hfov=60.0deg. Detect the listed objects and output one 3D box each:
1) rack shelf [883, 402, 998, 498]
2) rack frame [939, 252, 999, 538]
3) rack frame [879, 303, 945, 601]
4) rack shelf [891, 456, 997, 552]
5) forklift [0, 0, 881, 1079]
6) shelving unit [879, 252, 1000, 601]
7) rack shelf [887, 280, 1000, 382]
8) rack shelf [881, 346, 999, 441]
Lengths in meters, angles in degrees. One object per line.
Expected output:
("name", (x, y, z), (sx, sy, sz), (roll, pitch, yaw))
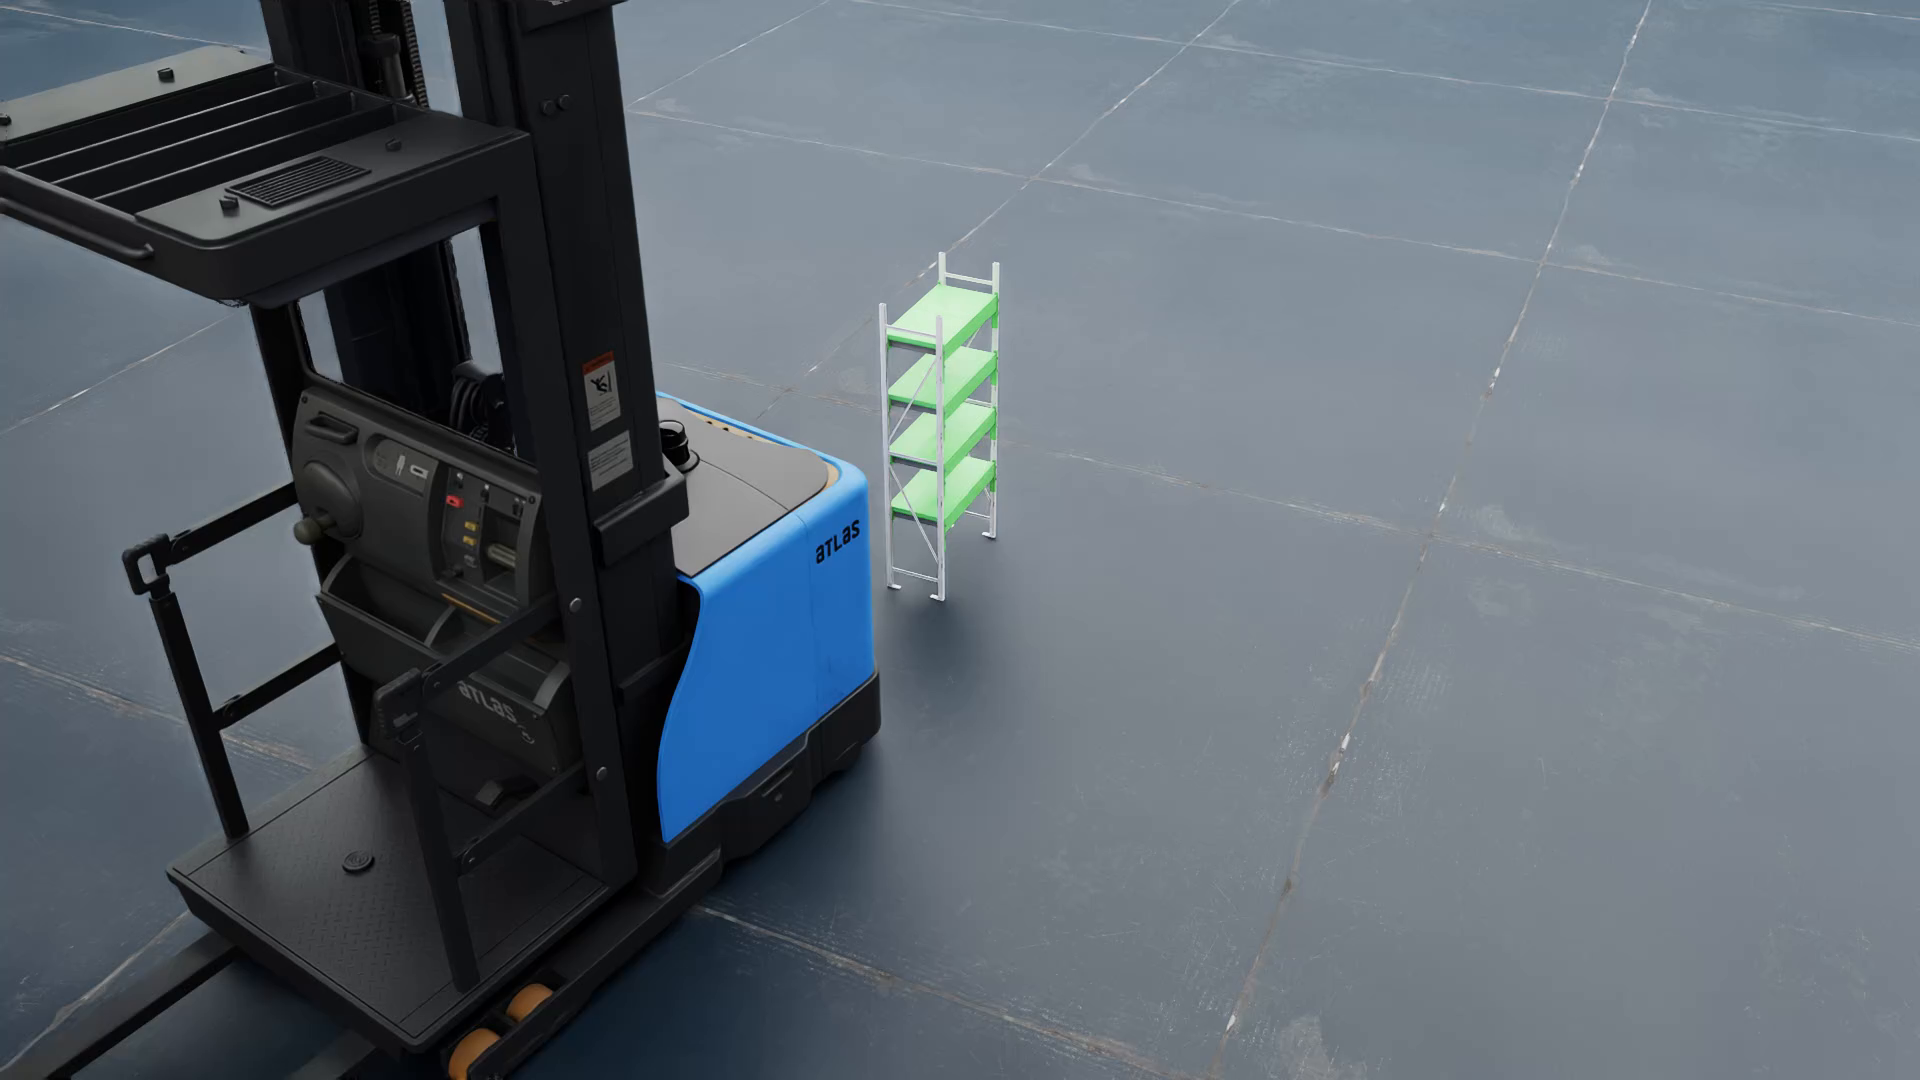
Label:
("rack shelf", (-0.069, -0.366, 6.330), (0.258, 0.148, 0.480), (14, 36, 20))
("rack frame", (0.033, -0.541, 6.481), (0.240, 1.200, 0.015), (14, 36, 20))
("rack frame", (-0.171, -0.298, 6.110), (0.240, 1.200, 0.015), (14, 36, 20))
("rack shelf", (-0.069, -0.165, 6.462), (0.258, 0.148, 0.480), (14, 36, 20))
("forklift", (-1.531, -0.042, 4.141), (1.130, 2.935, 3.031), (21, 39, 29))
("shelving unit", (-0.069, -0.419, 6.295), (0.258, 1.200, 0.503), (14, 36, 20))
("rack shelf", (-0.069, -0.767, 6.067), (0.258, 0.148, 0.480), (14, 36, 20))
("rack shelf", (-0.069, -0.567, 6.199), (0.258, 0.148, 0.480), (14, 36, 20))
